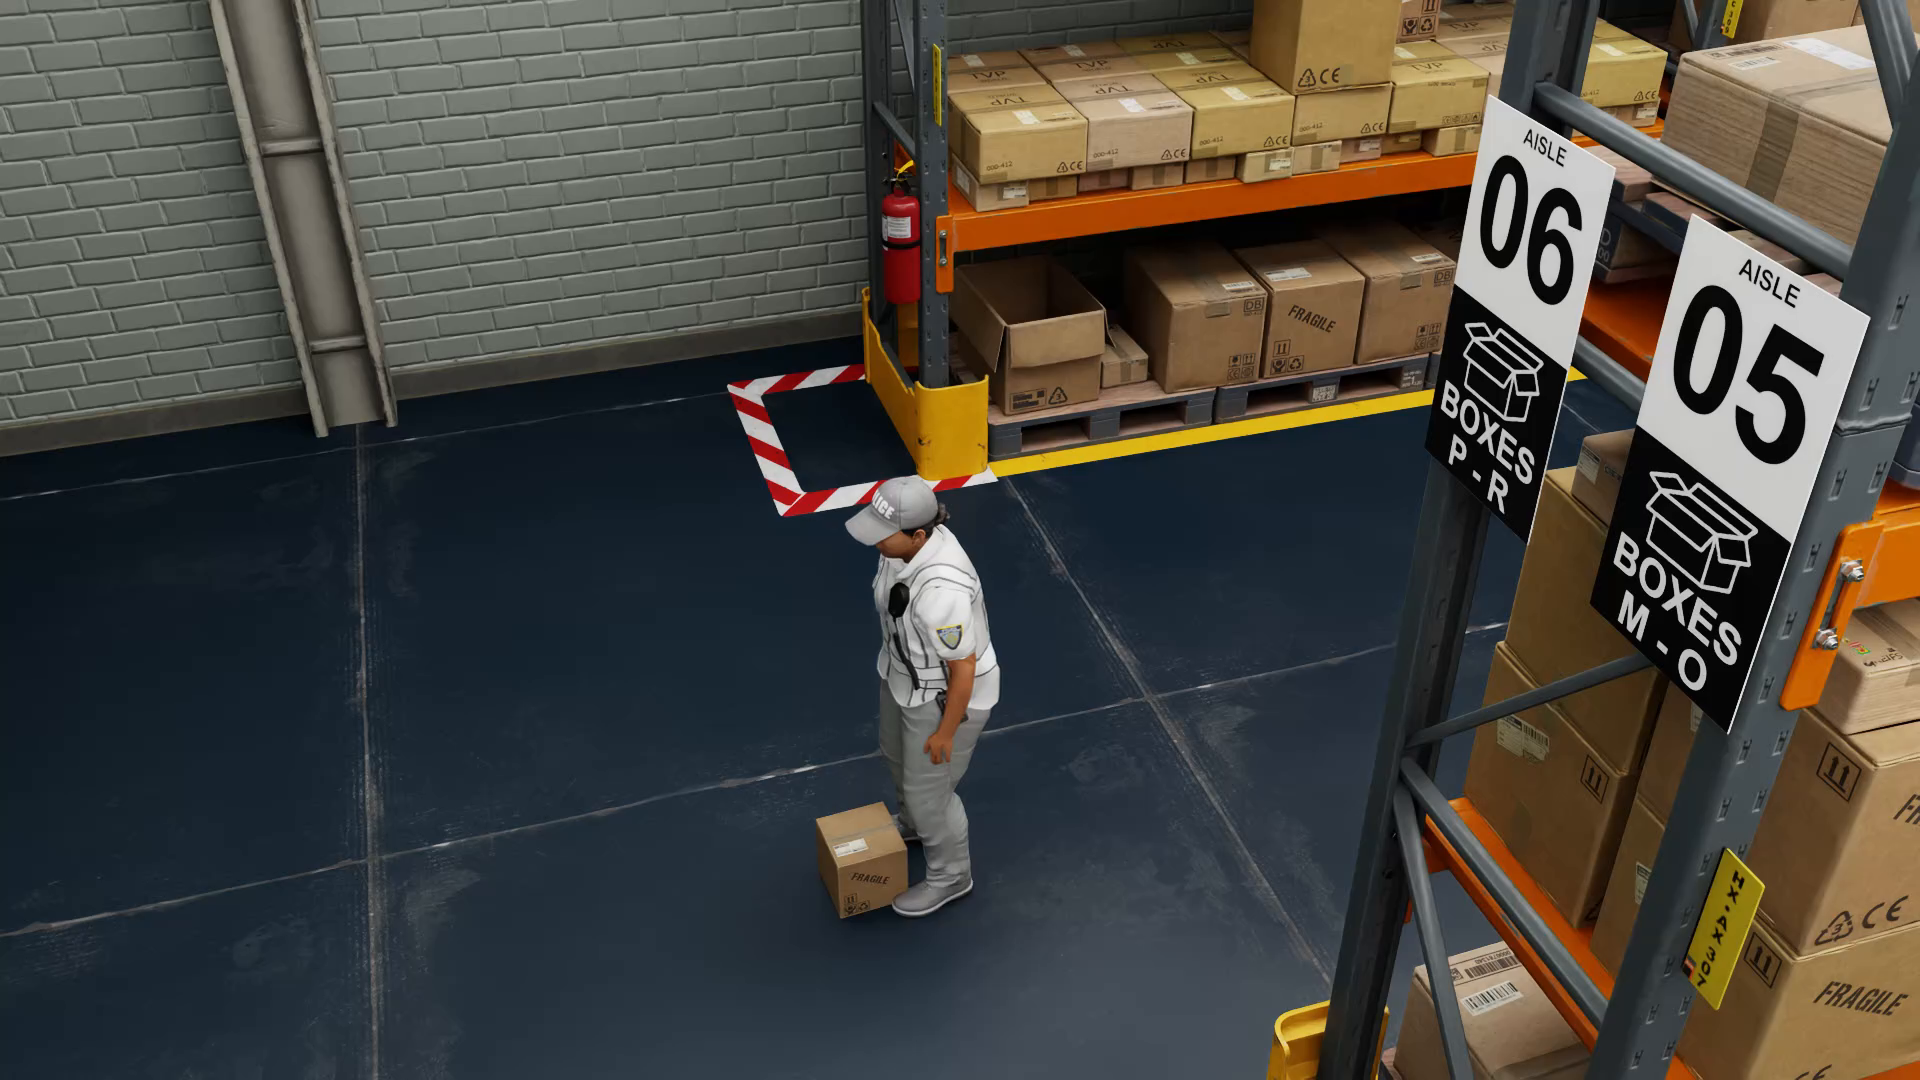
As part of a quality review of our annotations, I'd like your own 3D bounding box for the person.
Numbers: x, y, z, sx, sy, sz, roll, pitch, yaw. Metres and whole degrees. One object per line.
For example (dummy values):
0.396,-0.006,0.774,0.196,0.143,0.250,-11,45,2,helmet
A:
-0.132,0.484,5.421,0.465,1.667,0.564,-12,36,-17,person
